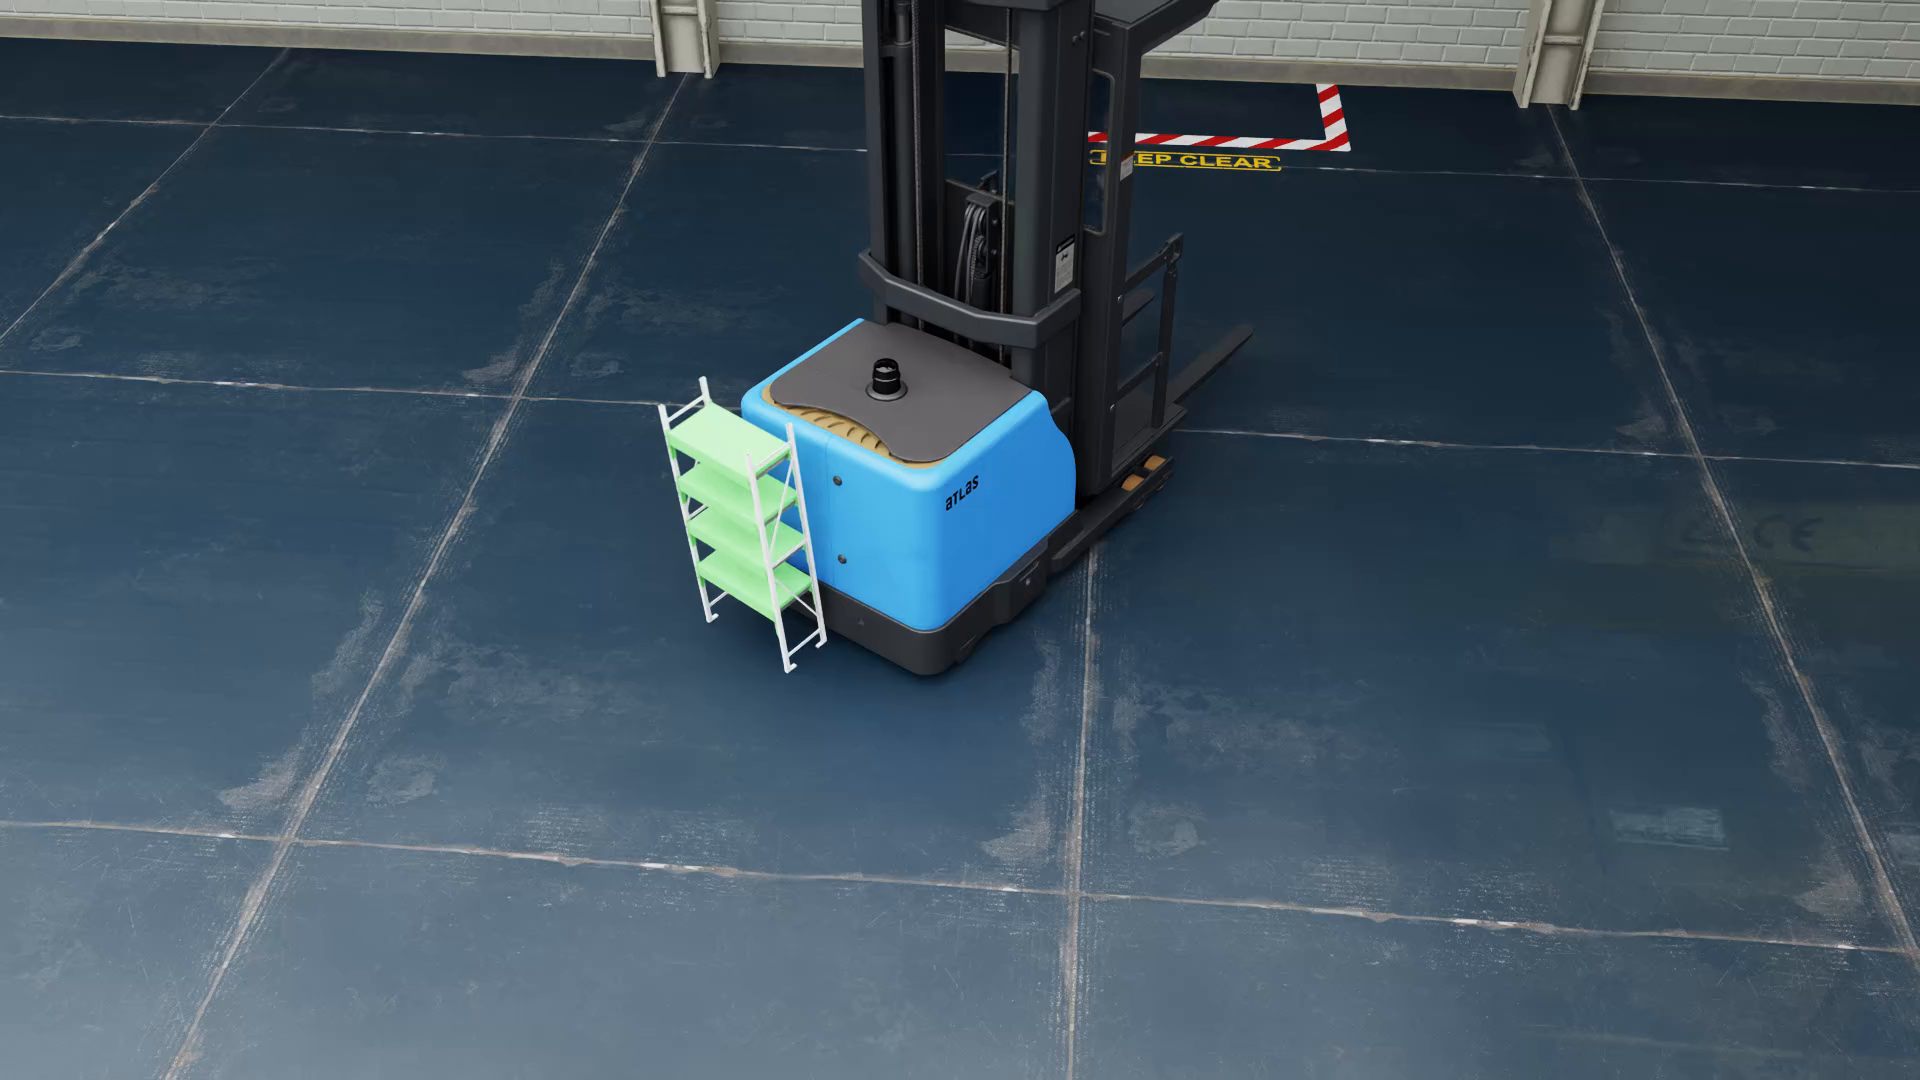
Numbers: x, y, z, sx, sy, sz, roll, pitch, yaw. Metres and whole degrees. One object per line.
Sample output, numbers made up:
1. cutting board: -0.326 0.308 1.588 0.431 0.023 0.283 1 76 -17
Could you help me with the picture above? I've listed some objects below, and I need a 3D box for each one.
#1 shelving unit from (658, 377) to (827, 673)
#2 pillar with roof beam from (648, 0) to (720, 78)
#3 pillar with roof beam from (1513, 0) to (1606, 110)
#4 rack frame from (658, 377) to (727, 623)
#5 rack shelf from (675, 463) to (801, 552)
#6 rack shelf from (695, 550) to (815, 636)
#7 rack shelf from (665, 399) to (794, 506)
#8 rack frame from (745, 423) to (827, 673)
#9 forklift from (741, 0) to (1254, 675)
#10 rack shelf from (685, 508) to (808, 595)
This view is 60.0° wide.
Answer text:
1. shelving unit: -0.877 -0.043 6.837 0.503 1.200 0.258 29 52 31
2. pillar with roof beam: -2.307 -4.156 5.728 0.400 9.000 9.100 3 39 4
3. pillar with roof beam: 3.671 -3.830 5.326 0.400 9.000 9.100 3 39 4
4. rack frame: -1.061 -0.144 6.961 0.015 1.200 0.240 29 52 31
5. rack shelf: -0.886 -0.172 6.717 0.480 0.148 0.258 29 52 31
6. rack shelf: -0.860 0.180 7.043 0.480 0.148 0.258 29 52 31
7. rack shelf: -0.900 -0.348 6.554 0.480 0.148 0.258 29 52 31
8. rack frame: -0.692 0.058 6.713 0.015 1.200 0.240 29 52 31
9. forklift: 0.376 -1.450 7.210 1.130 2.935 3.031 26 46 28
10. rack shelf: -0.873 0.004 6.880 0.480 0.148 0.258 29 52 31
